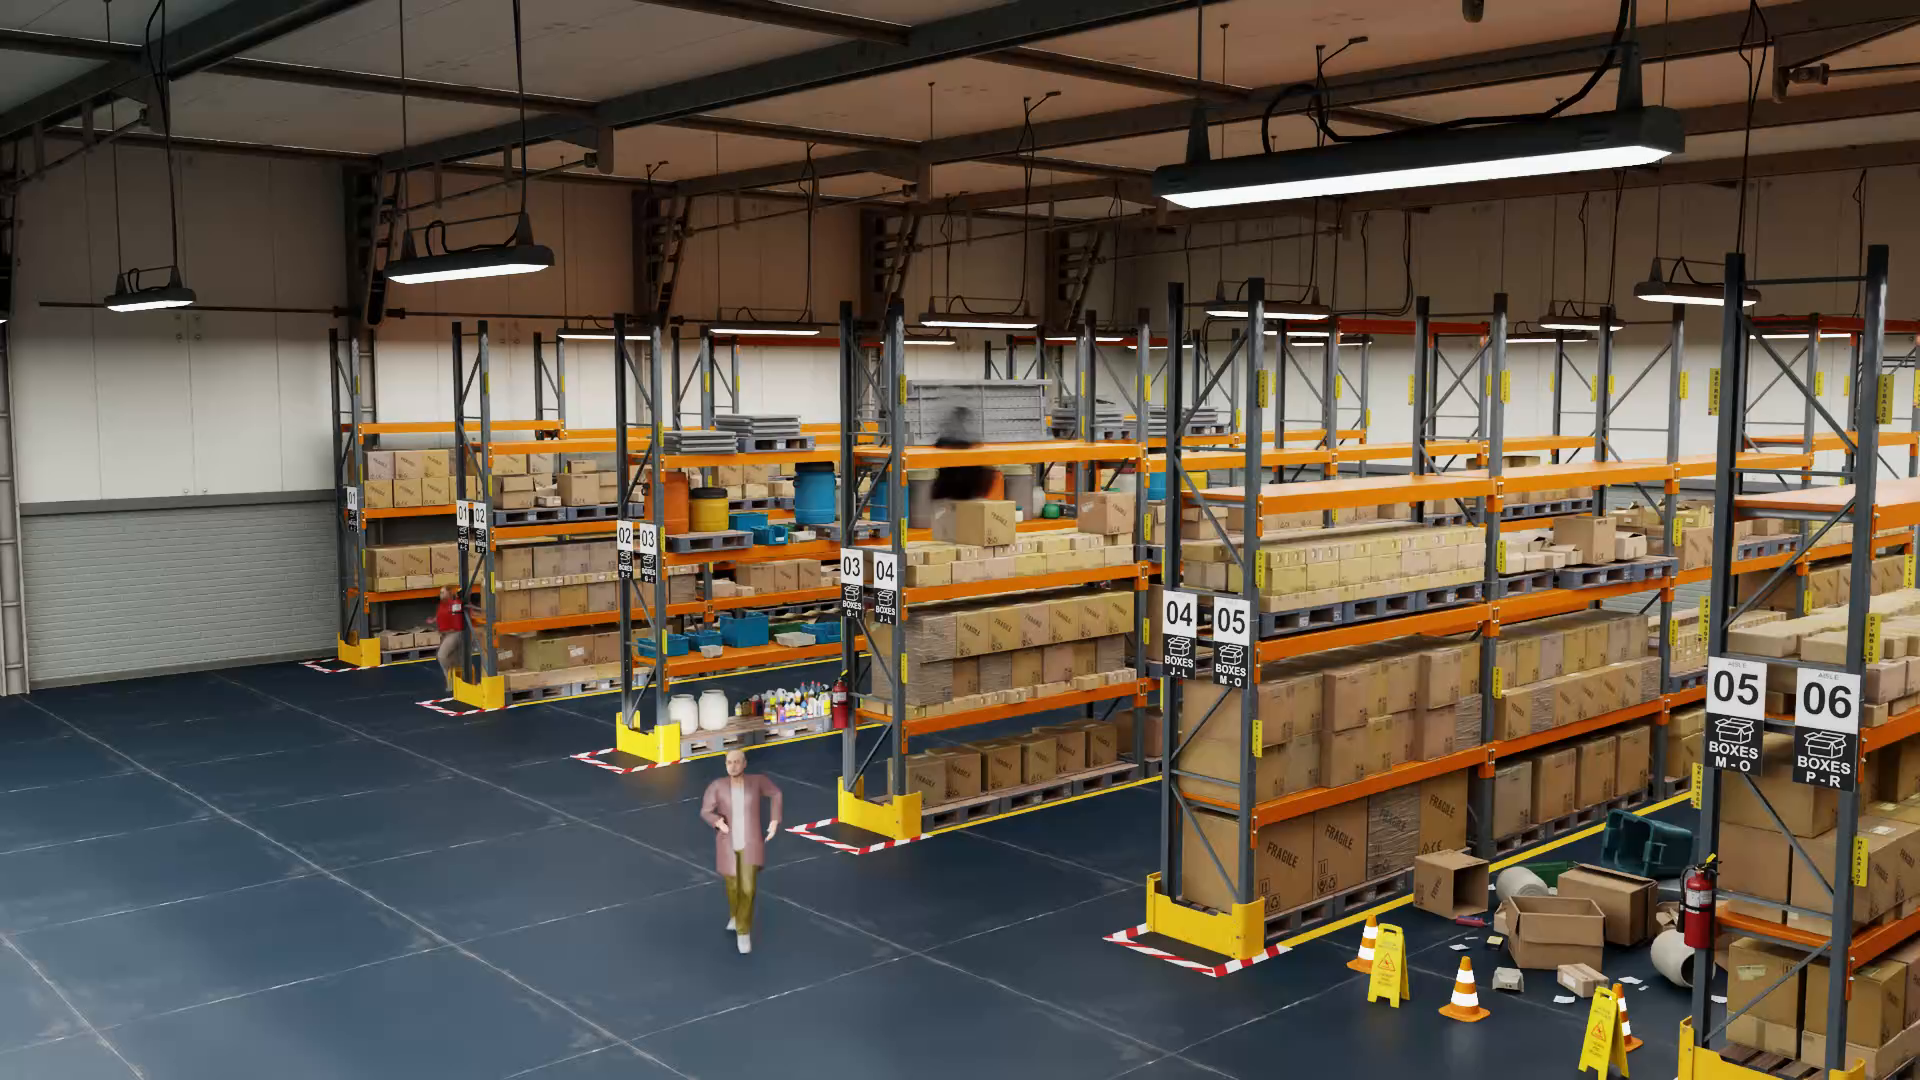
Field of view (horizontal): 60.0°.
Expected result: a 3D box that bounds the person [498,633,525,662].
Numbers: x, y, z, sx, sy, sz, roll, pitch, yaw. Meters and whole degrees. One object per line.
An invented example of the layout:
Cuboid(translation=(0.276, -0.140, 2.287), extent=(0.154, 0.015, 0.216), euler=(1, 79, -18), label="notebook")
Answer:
Cuboid(translation=(-7.620, 1.485, 28.012), extent=(0.719, 1.764, 0.984), euler=(5, 7, 41), label="person")

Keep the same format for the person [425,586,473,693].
Cuboid(translation=(-8.377, 1.628, 27.390), extent=(0.685, 1.761, 0.818), euler=(5, 8, 44), label="person")

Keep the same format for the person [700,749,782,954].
Cuboid(translation=(-1.997, 2.821, 15.175), extent=(0.723, 1.802, 0.826), euler=(0, 6, 1), label="person")
